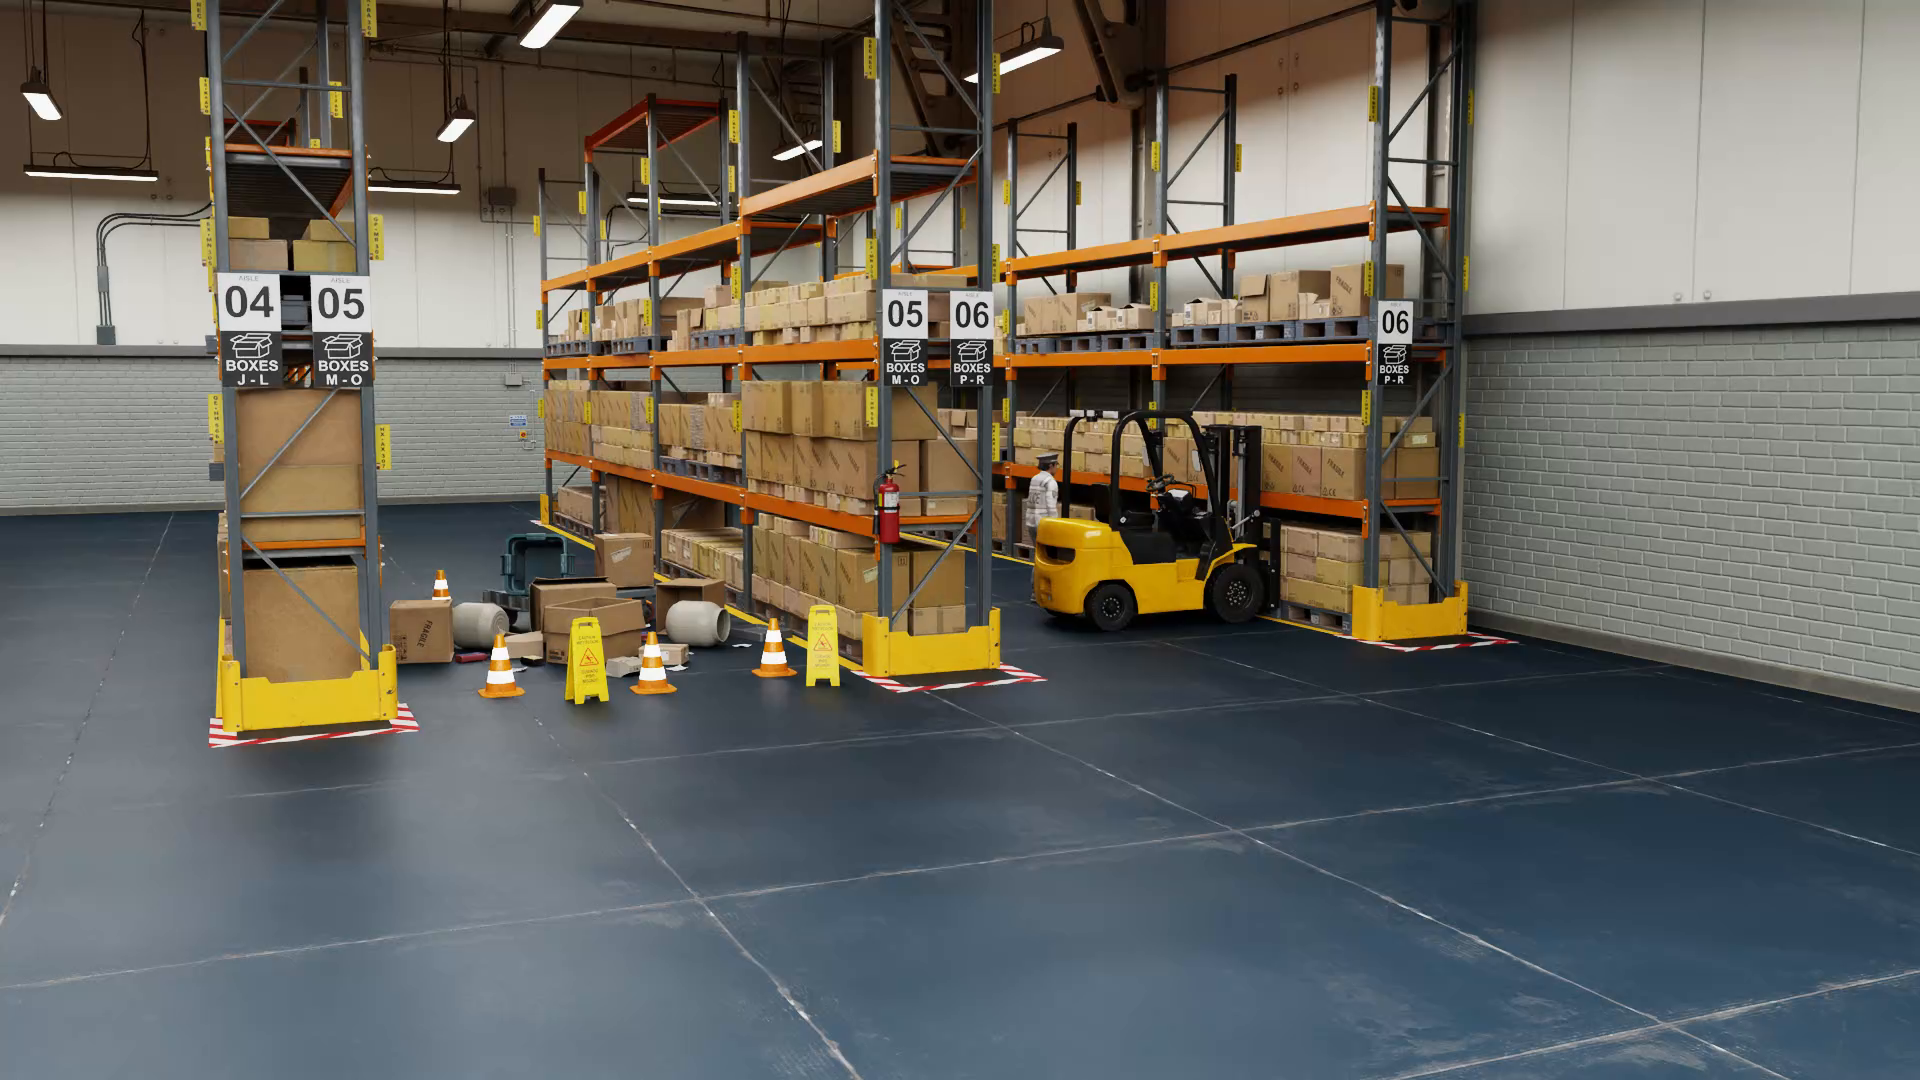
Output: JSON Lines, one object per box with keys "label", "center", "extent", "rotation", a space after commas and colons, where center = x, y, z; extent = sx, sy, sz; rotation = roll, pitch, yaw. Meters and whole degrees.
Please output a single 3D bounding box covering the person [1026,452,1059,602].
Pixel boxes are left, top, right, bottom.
{"label": "person", "center": [0.933, -0.131, 18.347], "extent": [0.376, 1.663, 0.544], "rotation": [-3, 6, -27]}
